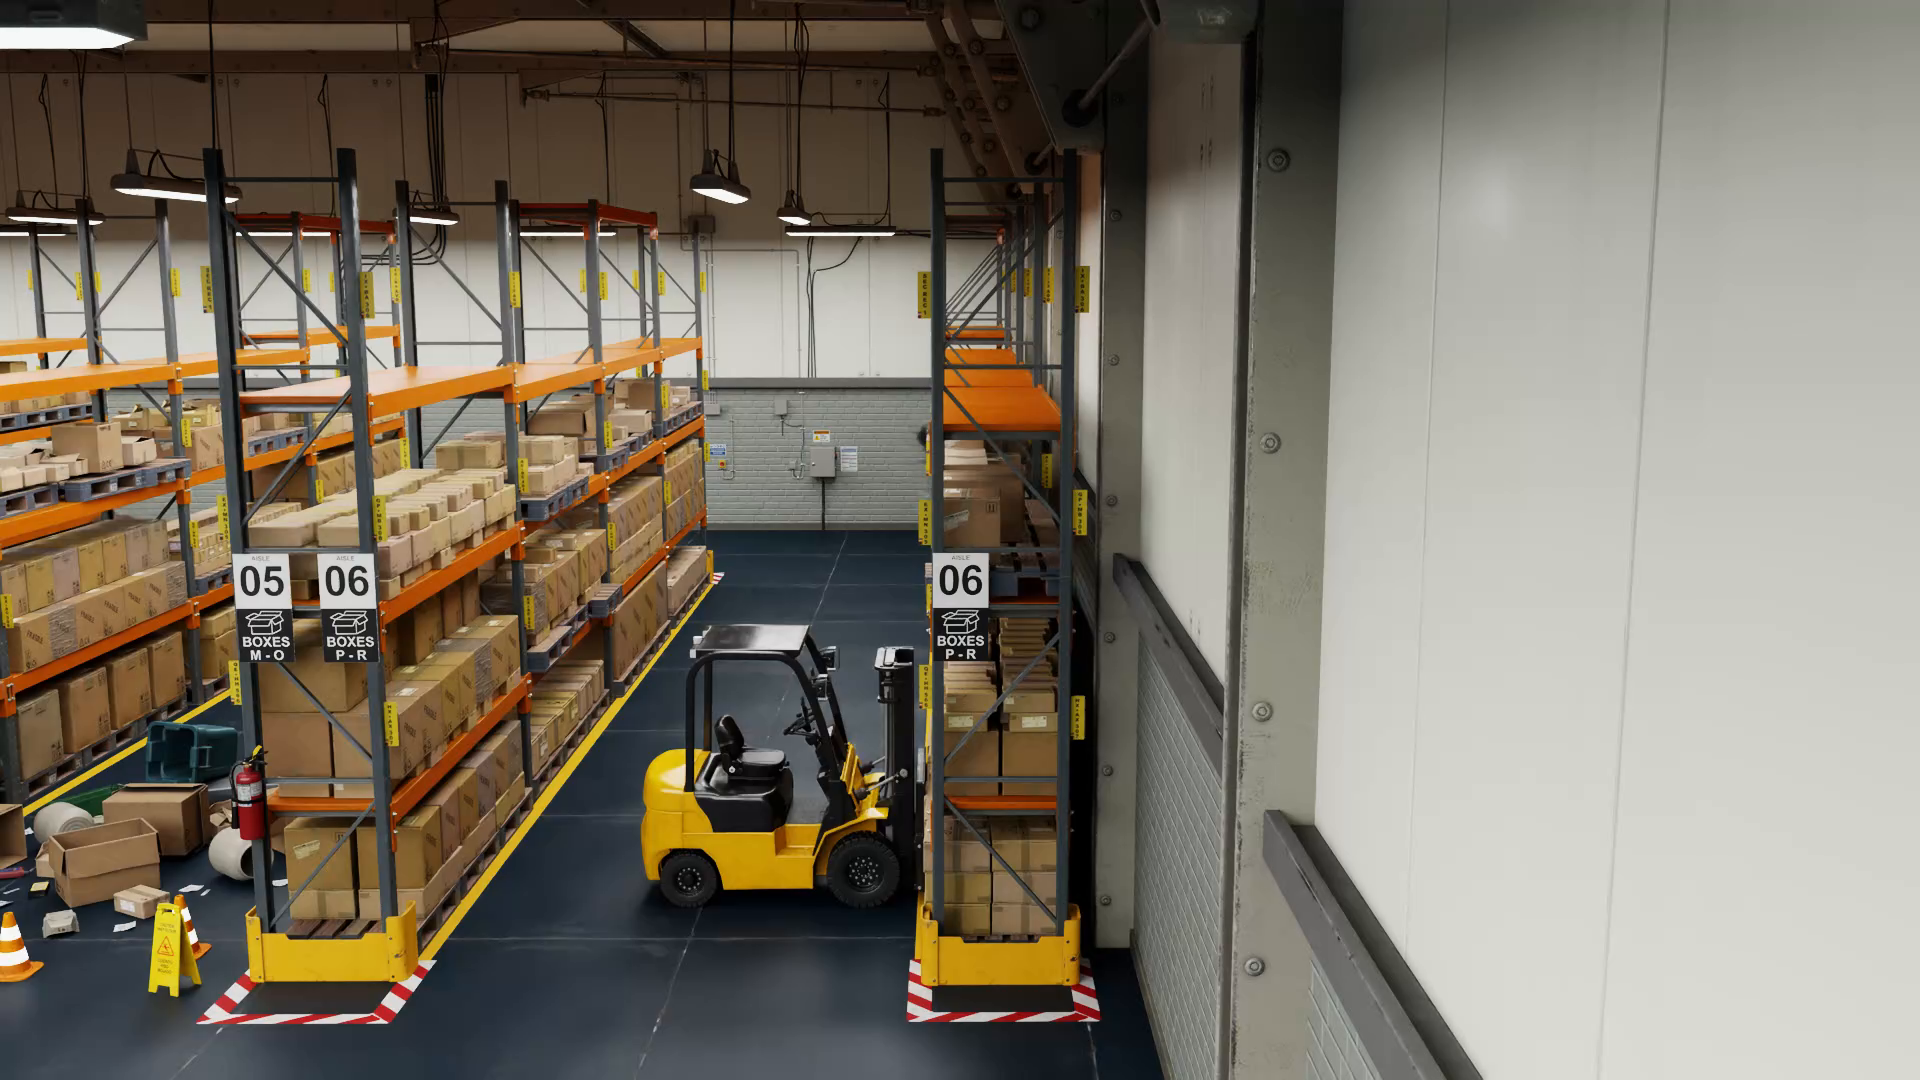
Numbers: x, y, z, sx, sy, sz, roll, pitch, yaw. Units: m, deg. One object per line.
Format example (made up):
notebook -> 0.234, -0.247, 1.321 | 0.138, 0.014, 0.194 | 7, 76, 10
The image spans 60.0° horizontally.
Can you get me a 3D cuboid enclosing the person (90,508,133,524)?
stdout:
person -> -12.865, 0.280, 25.238 | 0.706, 1.788, 0.746 | -1, 9, -5
